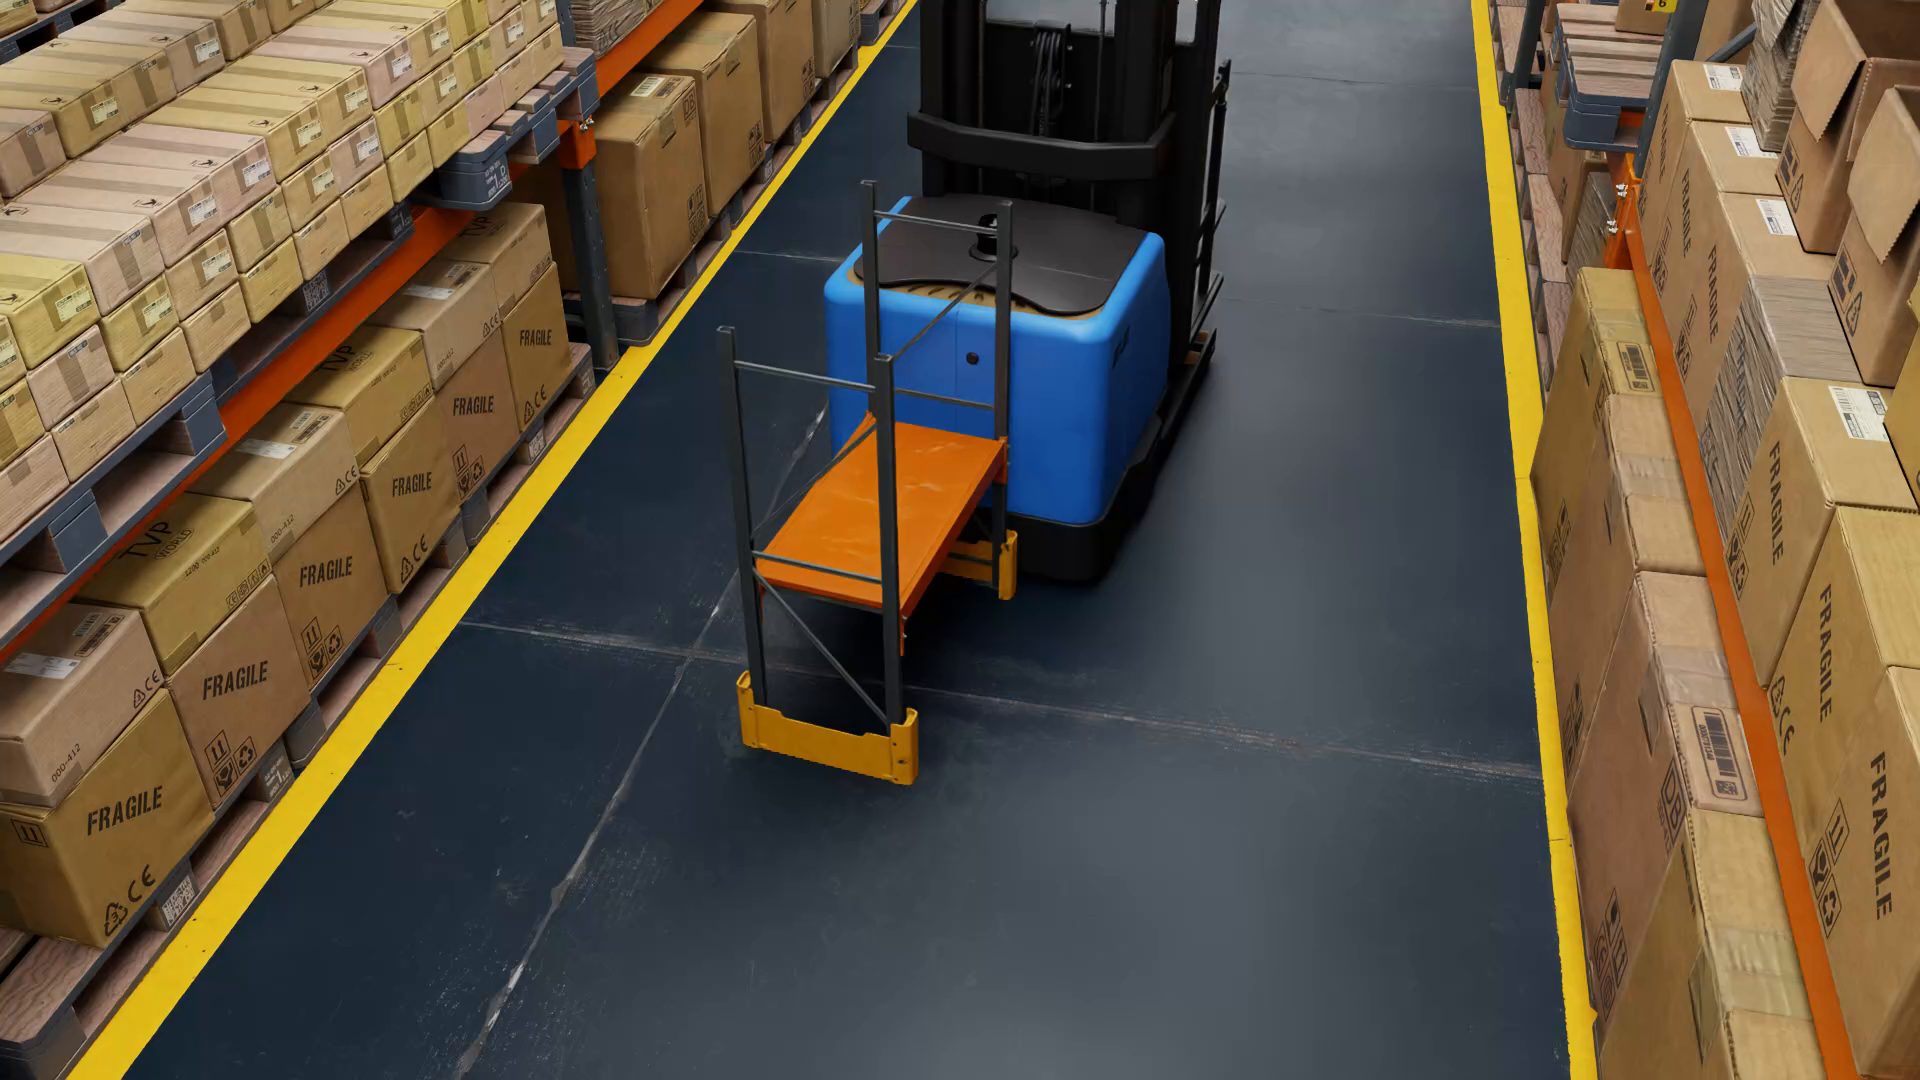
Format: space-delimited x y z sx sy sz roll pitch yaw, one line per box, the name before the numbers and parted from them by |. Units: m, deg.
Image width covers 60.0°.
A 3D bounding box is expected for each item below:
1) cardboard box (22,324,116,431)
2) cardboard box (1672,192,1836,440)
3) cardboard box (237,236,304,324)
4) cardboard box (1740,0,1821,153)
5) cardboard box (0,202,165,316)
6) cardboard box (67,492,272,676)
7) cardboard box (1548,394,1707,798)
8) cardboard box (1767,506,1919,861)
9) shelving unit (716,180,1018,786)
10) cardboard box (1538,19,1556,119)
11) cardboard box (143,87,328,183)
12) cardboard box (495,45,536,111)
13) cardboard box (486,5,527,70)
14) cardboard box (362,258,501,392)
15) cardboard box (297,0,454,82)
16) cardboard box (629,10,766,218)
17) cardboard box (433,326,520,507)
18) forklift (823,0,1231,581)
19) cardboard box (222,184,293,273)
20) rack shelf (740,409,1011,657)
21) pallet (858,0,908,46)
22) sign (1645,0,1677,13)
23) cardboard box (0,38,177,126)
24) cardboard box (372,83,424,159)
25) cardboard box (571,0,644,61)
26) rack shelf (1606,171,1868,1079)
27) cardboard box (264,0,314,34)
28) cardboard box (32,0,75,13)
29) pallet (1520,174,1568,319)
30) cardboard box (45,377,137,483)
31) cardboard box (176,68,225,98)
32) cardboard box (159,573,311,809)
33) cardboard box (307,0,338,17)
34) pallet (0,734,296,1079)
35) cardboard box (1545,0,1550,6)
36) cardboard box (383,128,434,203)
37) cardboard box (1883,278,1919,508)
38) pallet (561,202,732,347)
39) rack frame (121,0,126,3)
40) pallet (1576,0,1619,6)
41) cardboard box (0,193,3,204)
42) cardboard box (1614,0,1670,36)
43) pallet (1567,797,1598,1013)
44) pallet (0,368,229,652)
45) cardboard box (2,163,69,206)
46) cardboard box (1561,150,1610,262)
cardboard box | -2.215 -0.399 3.848 0.380 0.149 0.250 8 37 11
cardboard box | 2.238 -0.565 4.388 0.500 0.500 0.500 7 36 9
cardboard box | -2.049 -0.731 4.559 0.380 0.149 0.250 7 36 9
cardboard box | 2.650 -1.389 4.670 0.797 0.503 0.637 9 37 12
cardboard box | -2.157 -0.673 3.972 0.380 0.149 0.250 7 36 9
cardboard box | -2.329 0.097 4.693 0.500 0.250 0.500 8 37 11
cardboard box | 2.456 0.234 4.823 1.225 0.875 0.875 7 37 10
cardboard box | 1.913 0.309 3.183 0.500 0.500 0.500 8 37 11
shelving unit | -0.249 -0.192 5.237 0.587 1.500 1.083 12 38 16
cardboard box | 3.524 -2.469 8.856 0.700 0.500 0.500 5 36 6
cardboard box | -1.994 -1.119 4.588 0.380 0.149 0.250 8 37 11
cardboard box | -1.713 -1.624 5.791 0.380 0.149 0.250 7 37 10
cardboard box | -1.718 -1.734 5.689 0.380 0.149 0.250 9 37 12
cardboard box | -1.989 -0.784 5.909 0.500 0.250 0.500 8 37 11
cardboard box | -1.824 -1.562 5.198 0.380 0.149 0.250 8 37 11
cardboard box | -1.601 -2.137 8.202 1.050 0.750 0.750 8 37 11
cardboard box | -2.002 -0.489 6.141 0.500 0.500 0.500 9 37 12
forklift | 0.484 -1.904 6.380 1.130 2.935 3.031 12 38 15
cardboard box | -2.048 -0.855 4.477 0.380 0.149 0.250 7 36 9
rack shelf | -0.246 -0.051 5.349 0.538 0.185 1.000 12 38 16
pallet | -0.909 -3.629 11.077 1.003 0.211 1.213 7 37 10
sign | 2.290 -1.858 5.339 0.100 0.325 0.005 7 37 10
cardboard box | -2.569 -1.353 4.911 0.380 0.149 0.250 8 37 11
cardboard box | -1.881 -1.297 5.086 0.380 0.149 0.250 7 37 10
cardboard box | -1.643 -2.303 6.786 0.500 0.500 0.500 8 37 10
rack shelf | 2.394 0.079 4.198 1.077 0.370 4.000 7 37 10
cardboard box | -2.402 -1.813 5.544 0.380 0.149 0.250 7 37 10
cardboard box | -6.115 -3.699 10.680 0.950 0.372 0.625 8 37 11
pallet | 3.253 -1.375 7.967 1.003 0.211 1.213 7 37 10
cardboard box | -2.212 -0.284 3.943 0.380 0.149 0.250 8 37 10
cardboard box | -2.519 -1.379 5.199 0.380 0.149 0.250 7 37 10
cardboard box | -2.328 0.403 4.910 0.500 0.500 0.500 9 37 12
cardboard box | -2.358 -1.820 5.807 0.380 0.149 0.250 9 37 12
pallet | -2.692 0.937 4.777 1.003 0.211 1.213 7 37 10
cardboard box | 3.971 -3.730 10.612 0.500 0.500 0.500 4 36 6
cardboard box | -1.881 -1.180 5.178 0.380 0.149 0.250 6 36 8
cardboard box | 2.254 -0.272 3.129 0.797 0.503 0.637 8 37 10
pallet | -1.760 -1.352 7.936 1.003 0.211 1.213 7 37 10
rack frame | -6.005 -4.894 10.447 1.000 3.000 0.127 7 37 10
pallet | 3.204 -2.421 7.198 1.003 0.211 1.213 7 37 10
cardboard box | -2.736 -0.902 4.288 0.380 0.149 0.250 6 36 8
cardboard box | 2.919 -2.217 6.309 0.700 0.500 0.500 13 38 17
pallet | 2.317 0.910 4.815 1.003 0.211 1.213 7 37 10
pallet | -2.551 -0.088 3.978 1.003 0.211 1.213 7 37 10
cardboard box | -2.687 -0.943 4.598 0.380 0.149 0.250 7 37 10
cardboard box | 3.166 -1.557 7.598 0.700 0.500 0.500 10 37 14
